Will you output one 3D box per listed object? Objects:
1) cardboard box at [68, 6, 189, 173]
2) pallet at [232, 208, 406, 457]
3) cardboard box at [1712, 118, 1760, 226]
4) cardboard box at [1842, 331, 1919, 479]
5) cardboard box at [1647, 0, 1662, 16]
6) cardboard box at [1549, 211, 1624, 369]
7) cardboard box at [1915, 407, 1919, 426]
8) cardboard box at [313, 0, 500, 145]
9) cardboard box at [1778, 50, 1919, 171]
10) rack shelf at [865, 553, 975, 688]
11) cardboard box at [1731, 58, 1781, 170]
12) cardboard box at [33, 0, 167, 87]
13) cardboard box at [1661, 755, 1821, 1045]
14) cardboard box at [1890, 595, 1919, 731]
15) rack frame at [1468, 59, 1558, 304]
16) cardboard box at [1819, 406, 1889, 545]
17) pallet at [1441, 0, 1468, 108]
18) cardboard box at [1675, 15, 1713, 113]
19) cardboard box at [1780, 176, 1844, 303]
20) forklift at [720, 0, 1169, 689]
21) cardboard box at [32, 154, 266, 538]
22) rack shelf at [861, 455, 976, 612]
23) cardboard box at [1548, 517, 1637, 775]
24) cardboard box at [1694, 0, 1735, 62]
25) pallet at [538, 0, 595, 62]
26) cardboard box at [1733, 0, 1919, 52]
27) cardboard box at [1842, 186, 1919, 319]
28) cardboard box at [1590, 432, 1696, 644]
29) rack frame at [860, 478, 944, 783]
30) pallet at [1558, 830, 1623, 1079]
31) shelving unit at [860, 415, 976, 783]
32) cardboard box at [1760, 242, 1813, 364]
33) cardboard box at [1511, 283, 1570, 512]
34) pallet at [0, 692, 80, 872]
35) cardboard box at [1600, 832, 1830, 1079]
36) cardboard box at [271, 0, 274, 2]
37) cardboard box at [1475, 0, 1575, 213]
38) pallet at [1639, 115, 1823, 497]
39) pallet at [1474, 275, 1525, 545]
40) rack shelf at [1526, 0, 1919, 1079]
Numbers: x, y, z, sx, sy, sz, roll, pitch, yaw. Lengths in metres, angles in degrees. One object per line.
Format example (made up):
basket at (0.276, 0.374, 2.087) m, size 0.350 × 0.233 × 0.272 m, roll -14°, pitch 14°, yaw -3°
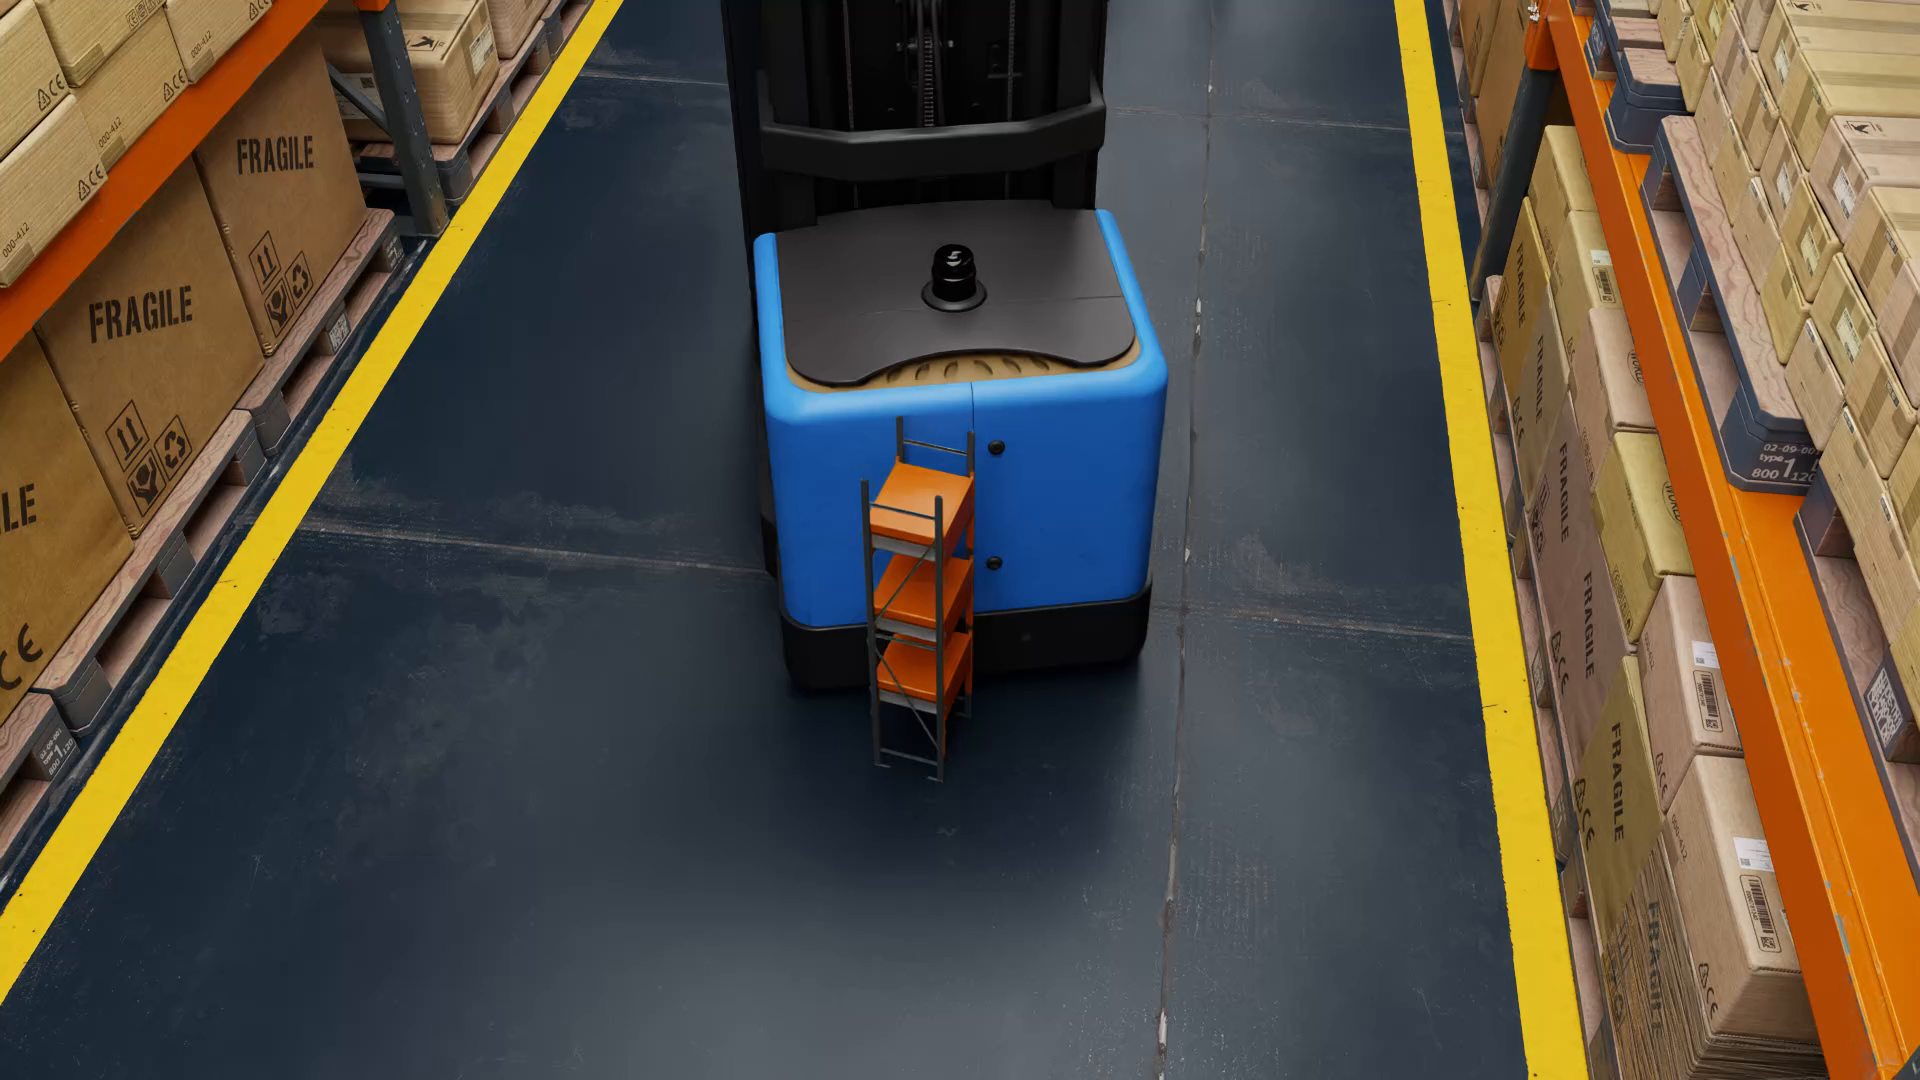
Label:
cardboard box at (-2.461, -1.232, 4.478) m, size 0.500 × 0.250 × 0.500 m, roll 5°, pitch 44°, yaw 5°
pallet at (-2.696, -0.803, 5.944) m, size 1.003 × 0.211 × 1.213 m, roll 5°, pitch 44°, yaw 6°
cardboard box at (1.970, -0.835, 3.828) m, size 0.380 × 0.149 × 0.250 m, roll 6°, pitch 44°, yaw 6°
cardboard box at (1.832, -0.232, 2.974) m, size 0.380 × 0.149 × 0.250 m, roll 4°, pitch 44°, yaw 4°
cardboard box at (2.108, -1.556, 4.589) m, size 0.380 × 0.149 × 0.250 m, roll 7°, pitch 44°, yaw 8°
cardboard box at (2.005, -0.688, 4.762) m, size 0.500 × 0.250 × 0.500 m, roll 5°, pitch 44°, yaw 5°
cardboard box at (1.804, -0.166, 2.688) m, size 0.380 × 0.149 × 0.250 m, roll 4°, pitch 44°, yaw 4°
cardboard box at (-2.433, -1.928, 6.710) m, size 0.950 × 0.372 × 0.625 m, roll 3°, pitch 43°, yaw 3°
cardboard box at (1.941, -0.879, 3.441) m, size 0.380 × 0.149 × 0.250 m, roll 5°, pitch 44°, yaw 5°
rack shelf at (-0.100, 0.189, 4.302) m, size 0.215 × 0.259 × 0.240 m, roll 13°, pitch 45°, yaw 13°
cardboard box at (1.971, -0.945, 3.727) m, size 0.380 × 0.149 × 0.250 m, roll 5°, pitch 44°, yaw 5°
cardboard box at (-2.441, -1.419, 4.312) m, size 0.500 × 0.250 × 0.500 m, roll 4°, pitch 44°, yaw 4°
cardboard box at (1.722, 0.714, 3.282) m, size 0.500 × 0.250 × 0.500 m, roll 4°, pitch 44°, yaw 4°
cardboard box at (1.764, 0.235, 2.698) m, size 0.380 × 0.149 × 0.250 m, roll 5°, pitch 44°, yaw 6°
rack frame at (2.403, -1.964, 5.143) m, size 1.000 × 3.000 × 0.127 m, roll 5°, pitch 44°, yaw 6°
cardboard box at (1.832, -0.106, 3.057) m, size 0.380 × 0.149 × 0.250 m, roll 3°, pitch 44°, yaw 3°
pallet at (2.745, -2.311, 7.538) m, size 1.003 × 0.211 × 1.213 m, roll 5°, pitch 44°, yaw 6°
cardboard box at (2.039, -1.188, 4.201) m, size 0.380 × 0.149 × 0.250 m, roll 7°, pitch 44°, yaw 7°
cardboard box at (1.901, -0.596, 3.358) m, size 0.380 × 0.149 × 0.250 m, roll 5°, pitch 44°, yaw 6°
forklift at (-0.159, -1.662, 4.873) m, size 1.130 × 2.935 × 3.031 m, roll -5°, pitch 44°, yaw -5°
cardboard box at (-2.813, -0.656, 5.001) m, size 0.875 × 0.875 × 0.875 m, roll 6°, pitch 44°, yaw 6°
rack shelf at (-0.099, -0.017, 4.107) m, size 0.215 × 0.259 × 0.240 m, roll 13°, pitch 45°, yaw 13°
cardboard box at (1.862, 0.291, 4.274) m, size 0.500 × 0.500 × 0.500 m, roll 4°, pitch 44°, yaw 5°
cardboard box at (2.041, -1.283, 4.085) m, size 0.380 × 0.149 × 0.250 m, roll 5°, pitch 44°, yaw 6°
pallet at (-2.249, -2.694, 7.942) m, size 1.003 × 0.211 × 1.213 m, roll 5°, pitch 44°, yaw 6°
cardboard box at (2.010, -1.229, 3.811) m, size 0.380 × 0.149 × 0.250 m, roll 7°, pitch 44°, yaw 7°
cardboard box at (1.875, -0.512, 3.054) m, size 0.380 × 0.149 × 0.250 m, roll 4°, pitch 44°, yaw 4°
cardboard box at (1.859, 0.003, 4.032) m, size 0.500 × 0.250 × 0.500 m, roll 3°, pitch 44°, yaw 4°
rack frame at (-0.138, 0.261, 4.210) m, size 0.200 × 1.050 × 0.008 m, roll 13°, pitch 45°, yaw 13°
pallet at (1.975, 1.243, 3.783) m, size 1.003 × 0.211 × 1.213 m, roll 5°, pitch 44°, yaw 6°
shelving unit at (-0.100, 0.181, 4.295) m, size 0.215 × 1.050 × 0.252 m, roll 13°, pitch 45°, yaw 13°
cardboard box at (1.899, -0.476, 3.449) m, size 0.380 × 0.149 × 0.250 m, roll 7°, pitch 44°, yaw 7°
cardboard box at (1.993, -0.407, 5.011) m, size 0.500 × 0.500 × 0.500 m, roll 6°, pitch 44°, yaw 6°
pallet at (-3.019, 0.860, 4.188) m, size 1.003 × 0.211 × 1.213 m, roll 5°, pitch 44°, yaw 6°
cardboard box at (1.722, 0.989, 3.536) m, size 0.500 × 0.500 × 0.500 m, roll 4°, pitch 44°, yaw 5°
cardboard box at (-2.327, -1.923, 5.208) m, size 0.500 × 0.250 × 0.500 m, roll 4°, pitch 44°, yaw 4°
cardboard box at (2.572, -1.707, 6.202) m, size 1.050 × 0.750 × 0.750 m, roll 5°, pitch 44°, yaw 5°
pallet at (2.182, -0.542, 3.780) m, size 1.003 × 0.211 × 1.213 m, roll 5°, pitch 44°, yaw 6°
pallet at (2.298, -0.419, 5.539) m, size 1.003 × 0.211 × 1.213 m, roll 5°, pitch 44°, yaw 6°
rack shelf at (2.138, -0.340, 3.951) m, size 1.077 × 0.370 × 4.000 m, roll 5°, pitch 44°, yaw 6°
